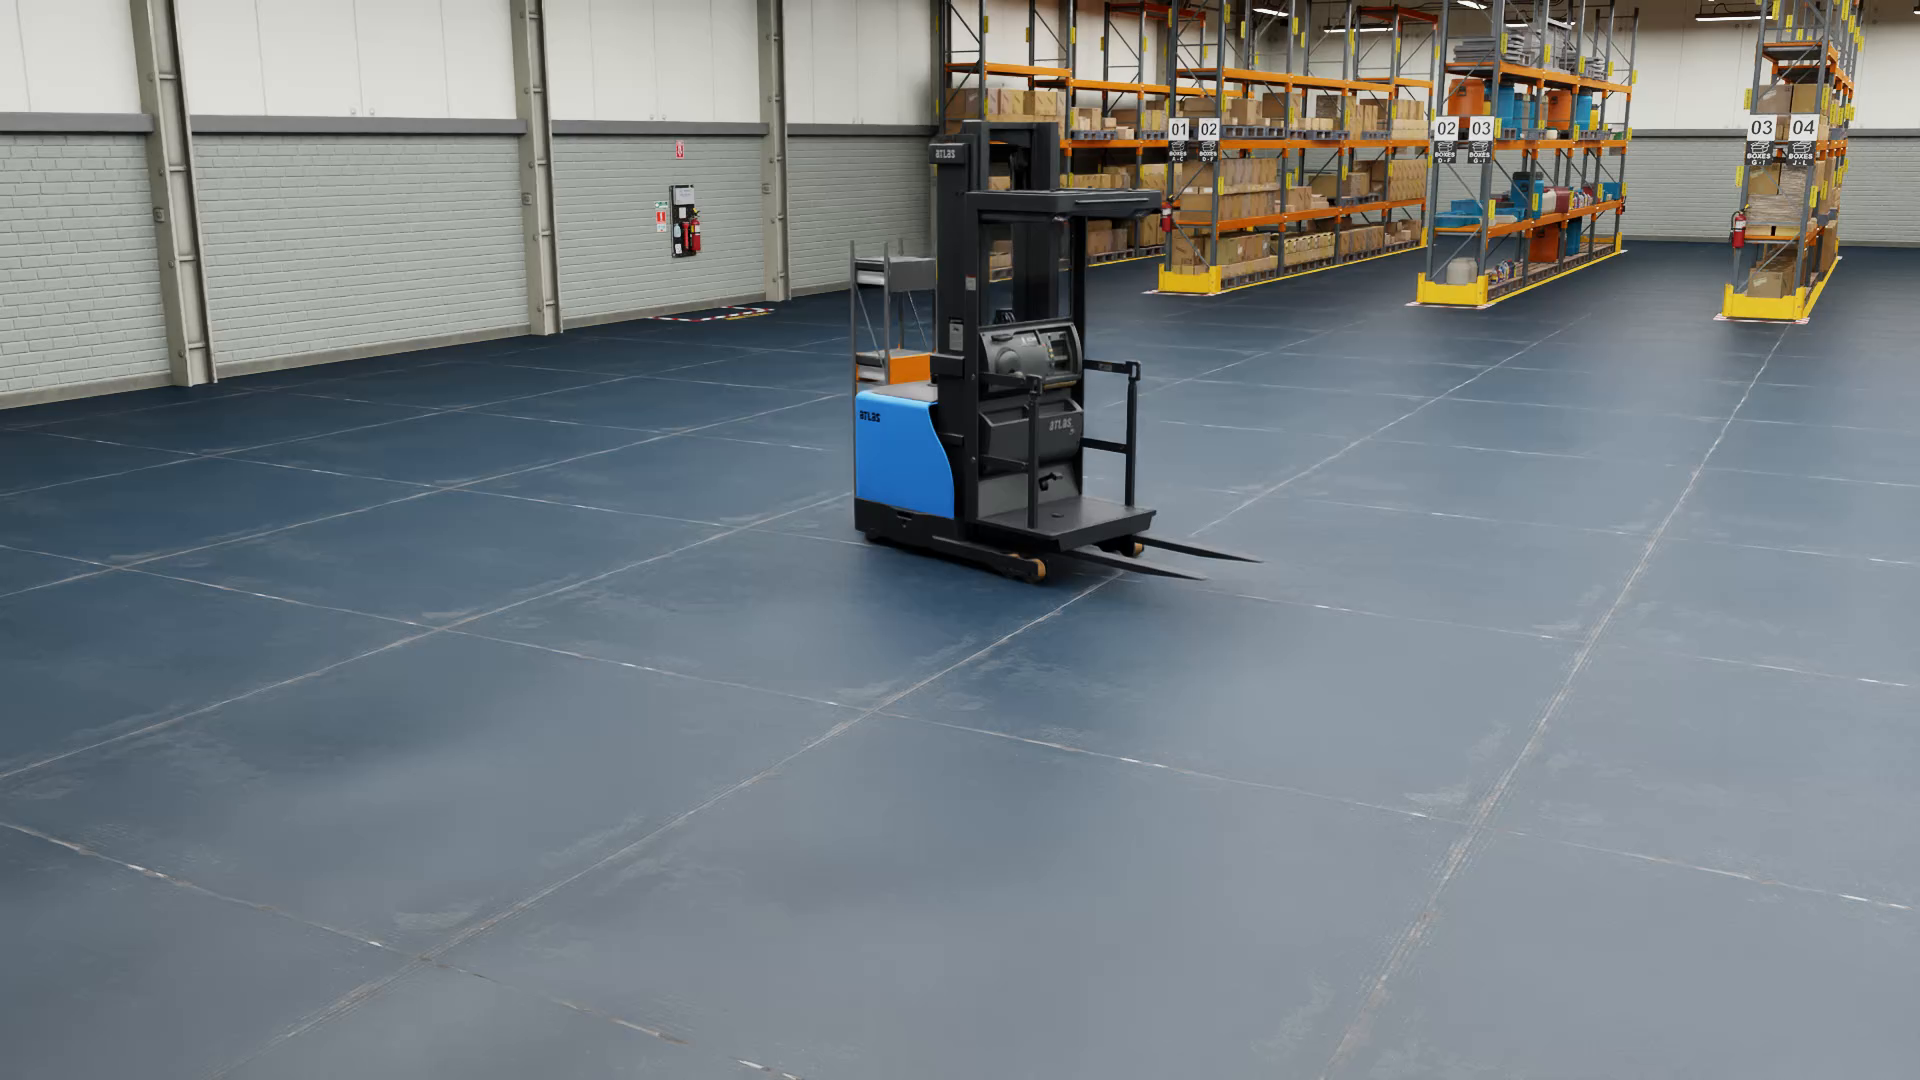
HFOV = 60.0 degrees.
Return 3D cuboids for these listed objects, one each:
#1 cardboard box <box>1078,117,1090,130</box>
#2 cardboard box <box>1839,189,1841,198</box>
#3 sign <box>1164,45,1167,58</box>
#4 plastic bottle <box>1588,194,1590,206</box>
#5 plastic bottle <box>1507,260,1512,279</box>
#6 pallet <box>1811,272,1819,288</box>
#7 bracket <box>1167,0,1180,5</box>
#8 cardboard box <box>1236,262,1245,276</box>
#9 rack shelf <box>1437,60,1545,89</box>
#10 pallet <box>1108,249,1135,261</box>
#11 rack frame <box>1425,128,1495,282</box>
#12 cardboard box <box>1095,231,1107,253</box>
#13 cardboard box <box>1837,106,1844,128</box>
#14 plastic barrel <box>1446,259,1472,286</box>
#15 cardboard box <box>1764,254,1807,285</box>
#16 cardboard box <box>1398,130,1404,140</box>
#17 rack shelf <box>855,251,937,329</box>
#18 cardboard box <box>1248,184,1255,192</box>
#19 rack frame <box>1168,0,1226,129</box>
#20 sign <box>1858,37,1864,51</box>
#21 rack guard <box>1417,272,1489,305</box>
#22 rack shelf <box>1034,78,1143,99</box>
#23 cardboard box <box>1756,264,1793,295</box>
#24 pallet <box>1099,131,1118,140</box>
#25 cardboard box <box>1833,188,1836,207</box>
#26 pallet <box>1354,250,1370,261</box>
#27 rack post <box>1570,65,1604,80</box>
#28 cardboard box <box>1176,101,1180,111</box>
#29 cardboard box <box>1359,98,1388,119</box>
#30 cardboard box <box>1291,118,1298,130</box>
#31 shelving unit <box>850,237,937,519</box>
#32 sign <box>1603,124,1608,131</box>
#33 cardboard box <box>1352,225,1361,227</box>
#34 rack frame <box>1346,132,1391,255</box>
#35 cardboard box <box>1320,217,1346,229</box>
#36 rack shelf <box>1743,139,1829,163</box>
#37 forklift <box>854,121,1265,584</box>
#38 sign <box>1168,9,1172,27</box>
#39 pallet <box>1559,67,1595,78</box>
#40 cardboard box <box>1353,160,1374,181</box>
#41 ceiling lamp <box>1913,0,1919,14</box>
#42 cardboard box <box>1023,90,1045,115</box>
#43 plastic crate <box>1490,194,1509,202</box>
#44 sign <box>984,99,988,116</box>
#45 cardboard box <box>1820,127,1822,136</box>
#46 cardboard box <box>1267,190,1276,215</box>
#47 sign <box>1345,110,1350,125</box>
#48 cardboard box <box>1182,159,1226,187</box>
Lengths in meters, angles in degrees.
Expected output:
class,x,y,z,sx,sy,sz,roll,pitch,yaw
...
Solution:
class,x,y,z,sx,sy,sz,roll,pitch,yaw
cardboard box,2.608,-9.435,37.664,0.500,0.311,0.500,8,16,30
cardboard box,20.783,-8.307,39.776,0.500,0.250,0.500,7,15,27
sign,5.369,-12.743,43.361,0.100,0.325,0.005,7,15,28
plastic bottle,14.608,-7.928,38.782,0.152,0.276,0.135,7,15,28
plastic bottle,10.496,-5.186,31.858,0.144,0.351,0.185,7,15,25
pallet,16.538,-5.208,33.185,1.003,0.211,1.213,7,15,28
bracket,5.534,-14.010,43.267,0.235,0.232,0.430,7,15,28
cardboard box,5.315,-5.363,32.851,0.500,0.250,0.500,7,15,28
rack shelf,9.681,-8.426,30.172,1.077,0.370,4.000,7,15,28
pallet,3.530,-6.891,40.169,1.003,0.211,1.213,7,15,28
rack frame,8.714,-5.643,29.042,1.000,3.000,0.127,7,15,28
cardboard box,3.041,-7.055,39.290,0.700,0.500,0.500,7,15,28
cardboard box,19.818,-9.672,38.030,0.700,0.500,0.500,8,16,30
plastic barrel,8.966,-4.782,29.881,0.421,0.512,0.421,0,14,0
cardboard box,15.299,-5.025,30.872,0.700,0.500,0.500,6,15,24
cardboard box,10.878,-10.227,41.972,0.500,0.250,0.500,7,15,28
rack shelf,-0.489,-1.860,12.338,0.480,0.518,0.431,-13,19,-43
cardboard box,5.629,-6.995,33.050,0.380,0.149,0.250,8,16,30
rack frame,4.380,-9.122,30.670,1.000,3.000,0.127,7,15,28
sign,21.253,-11.710,39.242,0.100,0.325,0.005,7,15,28
rack guard,8.710,-4.449,29.422,1.175,0.500,0.348,7,15,28
rack shelf,2.942,-10.369,38.232,1.077,0.370,4.000,7,15,28
cardboard box,13.945,-4.450,28.530,0.500,0.500,0.500,9,16,33
pallet,2.866,-9.281,38.132,1.213,0.211,1.003,7,15,28
cardboard box,18.619,-7.365,35.971,0.500,0.500,0.500,8,16,30
pallet,9.232,-6.889,40.160,1.003,0.211,1.213,7,15,28
rack post,13.648,-10.349,36.827,0.937,0.300,0.954,9,16,34
cardboard box,5.303,-11.147,42.720,0.500,0.250,0.500,9,16,32
cardboard box,10.383,-10.764,41.537,0.700,0.500,0.500,7,15,28
cardboard box,6.883,-8.854,35.383,0.500,0.250,0.500,6,15,23
shelving unit,-0.489,-1.192,12.499,0.503,2.100,0.431,-13,19,-43
sign,14.996,-9.505,38.642,0.100,0.325,0.005,7,15,28
cardboard box,9.734,-7.594,41.530,0.500,0.500,0.500,7,15,26
rack frame,10.181,-8.667,41.585,1.000,3.000,0.127,7,15,28
cardboard box,9.008,-7.651,40.164,0.500,0.250,0.500,7,15,27
rack shelf,14.017,-6.601,28.149,1.077,0.370,4.000,7,15,28
forklift,0.634,-1.276,11.073,1.130,2.935,3.031,-13,19,-43
sign,3.912,-9.679,30.818,0.100,0.325,0.005,7,15,28
pallet,12.957,-10.059,35.816,1.213,0.211,1.003,7,15,28
cardboard box,10.199,-9.335,42.008,0.500,0.500,0.500,7,15,28
ceiling lamp,24.302,-14.382,40.036,2.000,3.185,0.800,7,15,28
cardboard box,1.472,-9.234,35.145,0.500,0.500,0.500,7,15,26
plastic crate,10.614,-6.629,32.995,0.402,0.464,0.583,7,15,28
sign,0.517,-8.588,32.989,0.100,0.325,0.005,7,15,28
cardboard box,13.753,-6.644,27.111,0.500,0.250,0.500,7,15,27
cardboard box,6.105,-6.983,34.385,0.700,0.500,0.500,7,15,27
sign,8.729,-9.530,37.492,0.100,0.325,0.005,7,15,28
cardboard box,4.642,-6.990,31.646,0.700,0.500,0.500,7,15,28
